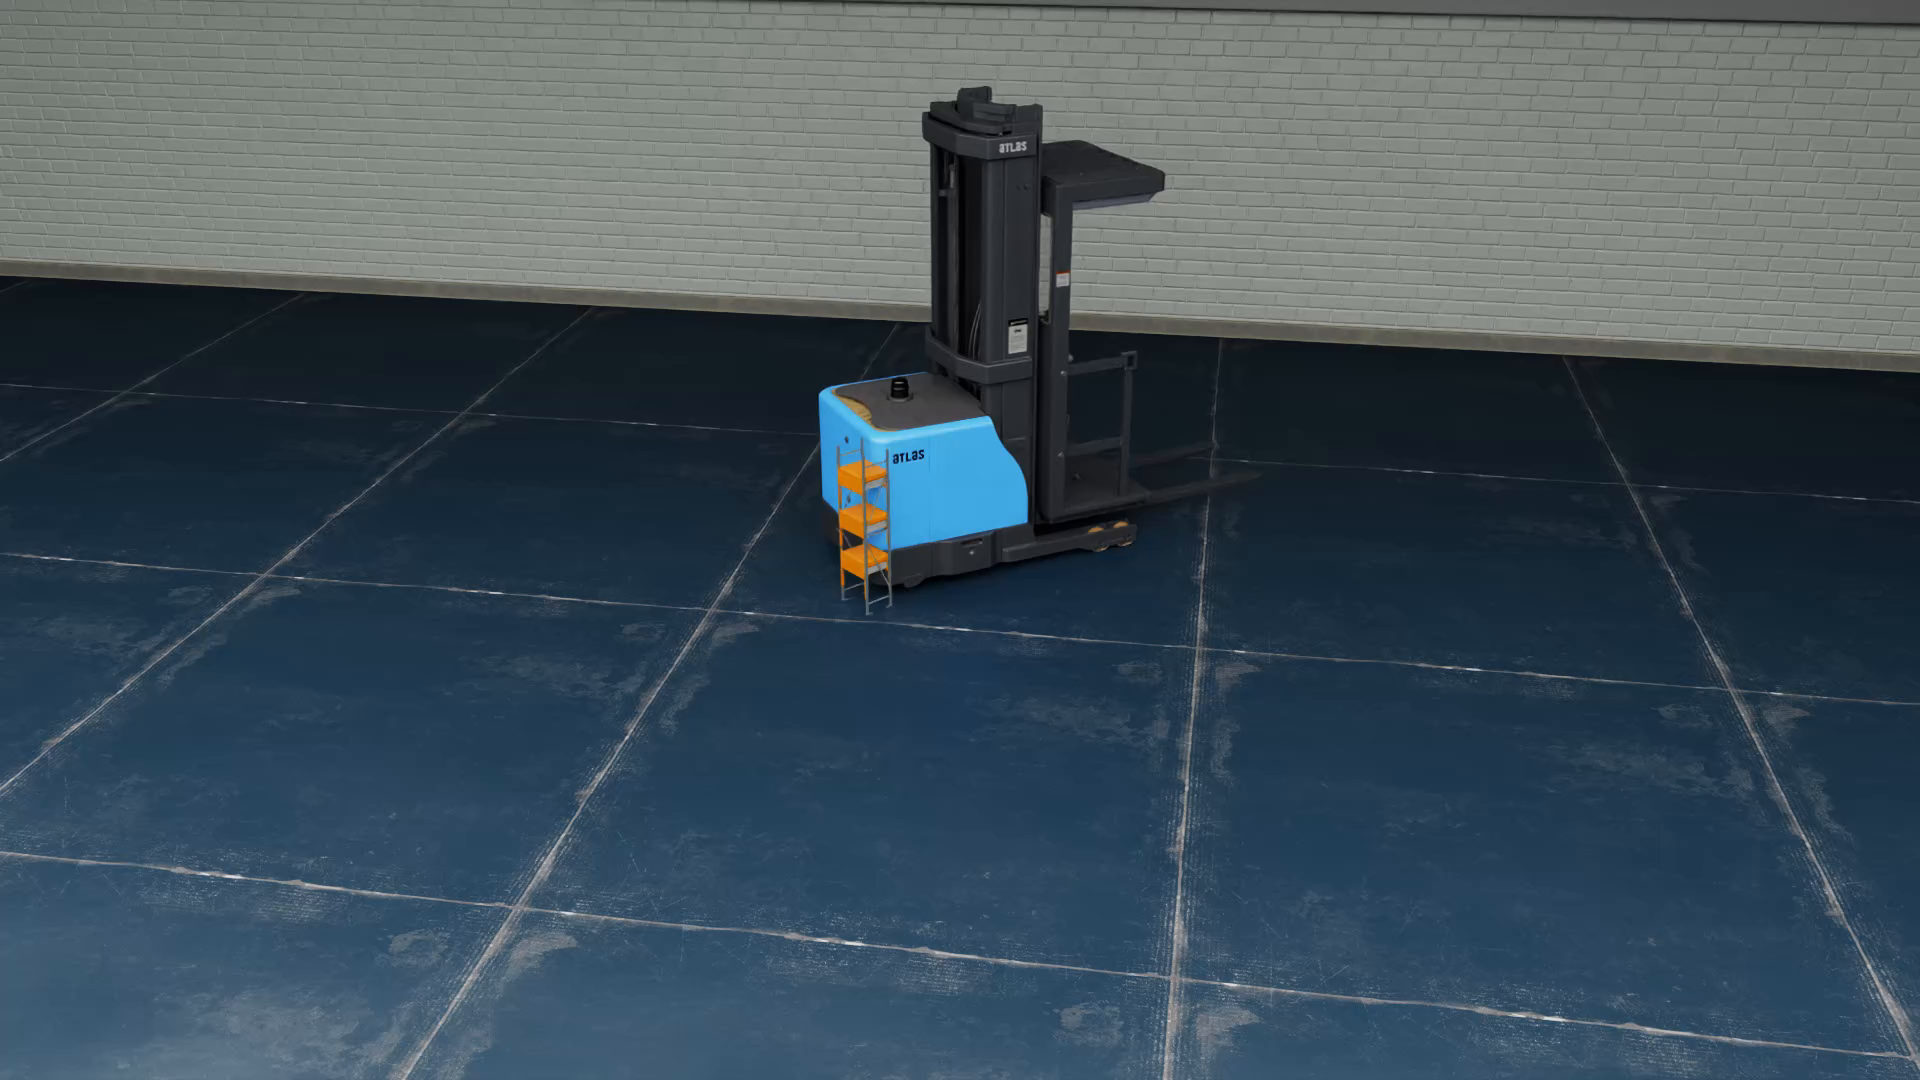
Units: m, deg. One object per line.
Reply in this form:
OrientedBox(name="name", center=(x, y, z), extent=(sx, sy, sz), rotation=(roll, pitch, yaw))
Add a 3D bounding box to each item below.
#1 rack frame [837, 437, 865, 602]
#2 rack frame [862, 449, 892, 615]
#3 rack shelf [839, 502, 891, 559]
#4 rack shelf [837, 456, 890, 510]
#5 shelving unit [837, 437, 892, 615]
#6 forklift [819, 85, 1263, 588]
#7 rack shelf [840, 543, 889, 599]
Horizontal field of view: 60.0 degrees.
OrientedBox(name="rack frame", center=(-0.664, -0.119, 10.266), extent=(0.200, 1.050, 0.008), rotation=(-20, 32, -37))
OrientedBox(name="rack frame", center=(-0.503, -0.041, 10.100), extent=(0.200, 1.050, 0.008), rotation=(-20, 32, -37))
OrientedBox(name="rack shelf", center=(-0.584, -0.070, 10.187), extent=(0.215, 0.259, 0.240), rotation=(-20, 32, -37))
OrientedBox(name="rack shelf", center=(-0.584, -0.328, 10.067), extent=(0.215, 0.259, 0.240), rotation=(-20, 32, -37))
OrientedBox(name="shelving unit", center=(-0.584, -0.080, 10.183), extent=(0.215, 1.050, 0.252), rotation=(-20, 32, -37))
OrientedBox(name="forklift", center=(0.625, -1.436, 10.860), extent=(3.031, 2.935, 1.130), rotation=(-11, 27, -23))
OrientedBox(name="rack shelf", center=(-0.584, 0.181, 10.305), extent=(0.215, 0.259, 0.240), rotation=(-20, 32, -37))
